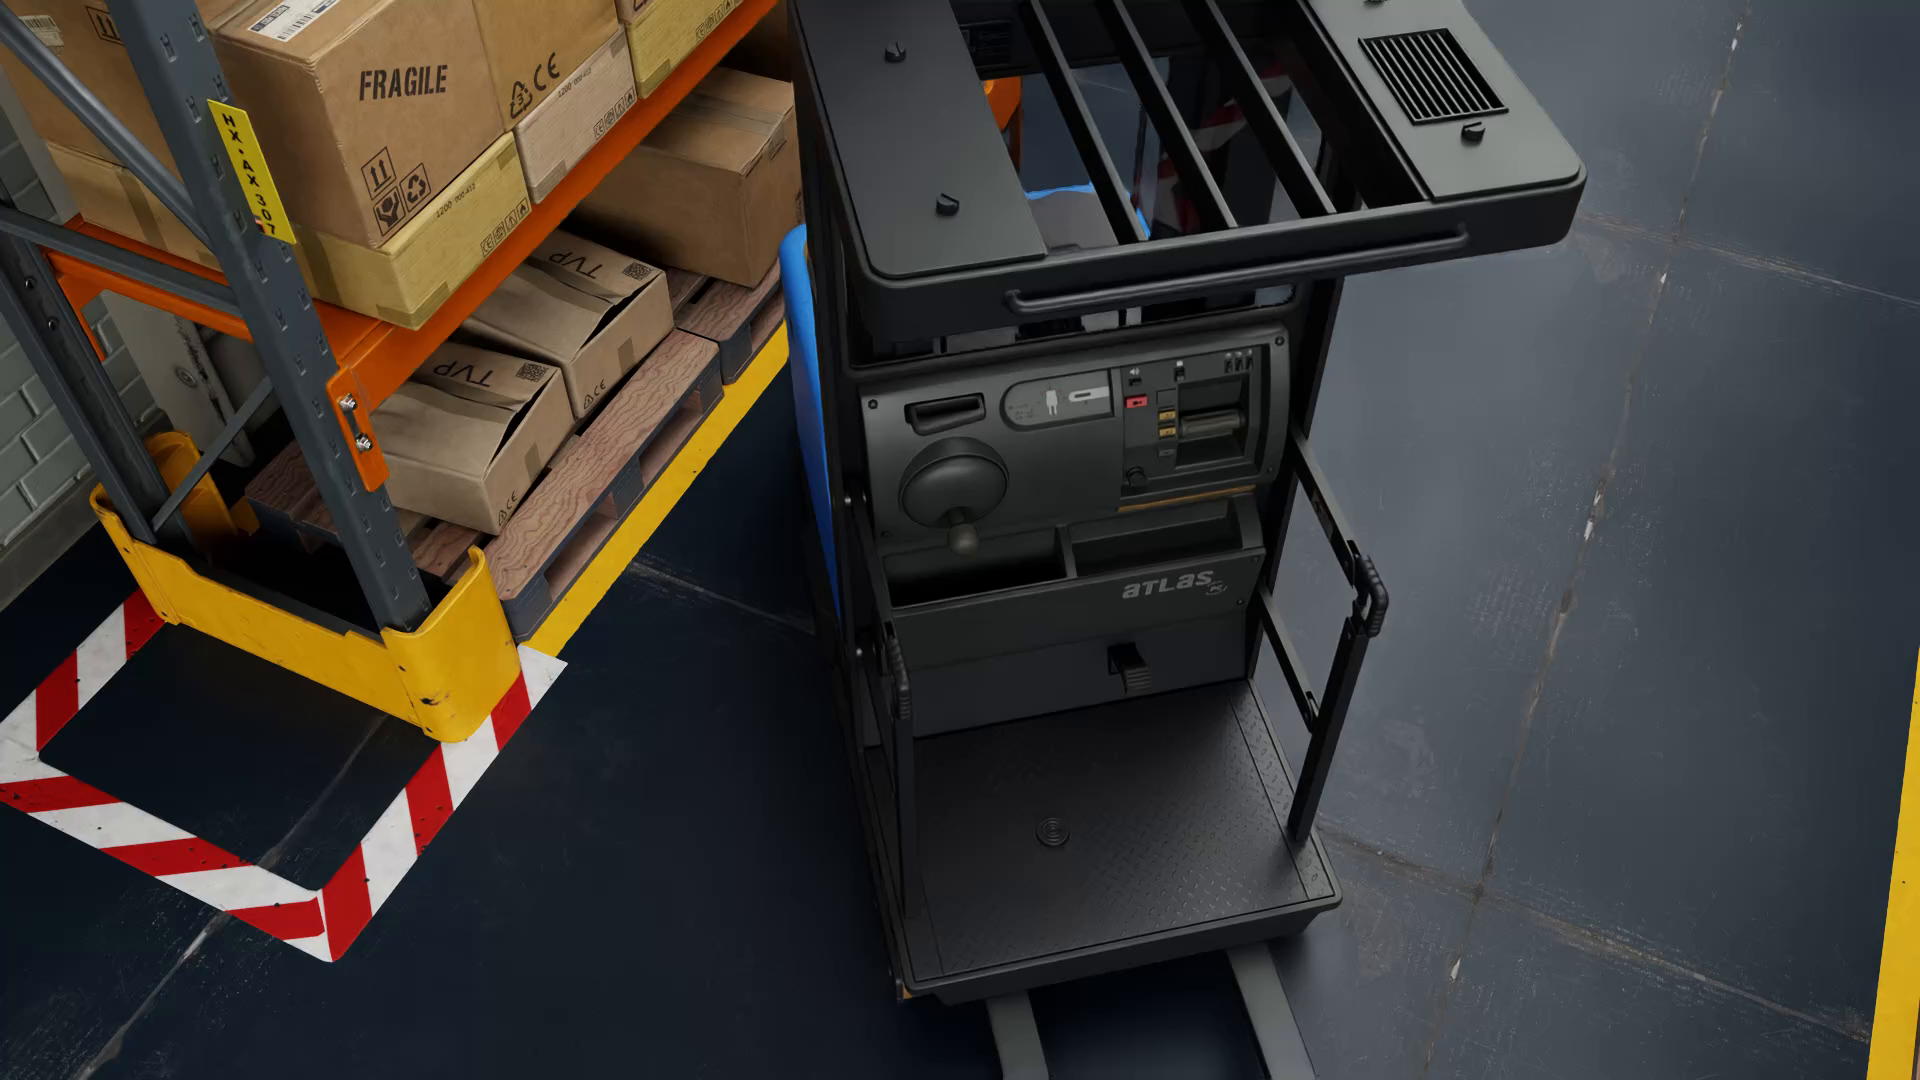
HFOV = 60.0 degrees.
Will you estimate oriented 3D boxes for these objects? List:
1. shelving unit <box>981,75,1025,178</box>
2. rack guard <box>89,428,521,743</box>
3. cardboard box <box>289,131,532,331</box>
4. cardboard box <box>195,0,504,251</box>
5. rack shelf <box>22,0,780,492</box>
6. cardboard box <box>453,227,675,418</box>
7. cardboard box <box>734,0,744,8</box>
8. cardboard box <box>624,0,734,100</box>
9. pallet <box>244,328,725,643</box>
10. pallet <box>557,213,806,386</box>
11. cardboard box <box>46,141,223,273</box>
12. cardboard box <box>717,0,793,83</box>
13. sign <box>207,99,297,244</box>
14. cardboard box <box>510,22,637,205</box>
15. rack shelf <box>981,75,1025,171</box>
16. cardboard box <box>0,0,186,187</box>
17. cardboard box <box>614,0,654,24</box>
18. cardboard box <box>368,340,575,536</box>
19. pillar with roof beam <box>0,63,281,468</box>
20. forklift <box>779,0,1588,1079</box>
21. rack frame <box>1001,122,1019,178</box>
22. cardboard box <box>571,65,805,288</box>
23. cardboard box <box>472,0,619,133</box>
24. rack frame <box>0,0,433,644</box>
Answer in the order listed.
[{"bbox_3d":[-0.086,-1.220,4.910,0.431,2.100,0.503,15,51,13],"label":"shelving unit"},{"bbox_3d":[-1.879,0.127,4.814,1.175,0.500,0.348,20,52,16],"label":"rack guard"},{"bbox_3d":[-1.416,-0.821,4.065,0.500,0.250,0.500,18,52,15],"label":"cardboard box"},{"bbox_3d":[-1.436,-1.062,3.777,0.500,0.500,0.500,20,52,16],"label":"cardboard box"},{"bbox_3d":[-1.057,-1.775,5.263,1.077,0.370,4.000,20,52,16],"label":"rack shelf"},{"bbox_3d":[-1.291,-0.742,5.388,0.500,0.311,0.500,24,54,19],"label":"cardboard box"},{"bbox_3d":[-0.766,-1.880,4.965,0.500,0.250,0.500,20,53,16],"label":"cardboard box"},{"bbox_3d":[-0.984,-1.532,4.670,0.500,0.250,0.500,19,52,16],"label":"cardboard box"},{"bbox_3d":[-1.500,-0.327,5.390,1.003,0.211,1.213,20,52,16],"label":"pallet"},{"bbox_3d":[-0.978,-1.164,6.102,1.003,0.211,1.213,20,52,16],"label":"pallet"},{"bbox_3d":[-1.887,-0.973,4.194,0.500,0.250,0.500,20,53,17],"label":"cardboard box"},{"bbox_3d":[-0.610,-1.990,6.326,0.500,0.500,0.500,16,52,13],"label":"cardboard box"},{"bbox_3d":[-1.421,-0.735,3.337,0.100,0.325,0.005,20,52,16],"label":"sign"},{"bbox_3d":[-1.207,-1.183,4.373,0.500,0.250,0.500,18,52,15],"label":"cardboard box"},{"bbox_3d":[-0.086,-1.212,4.920,0.431,0.518,0.480,15,51,13],"label":"rack shelf"},{"bbox_3d":[-1.902,-1.225,3.916,0.500,0.500,0.500,19,52,16],"label":"cardboard box"},{"bbox_3d":[-0.989,-1.753,4.365,0.500,0.500,0.500,18,52,15],"label":"cardboard box"},{"bbox_3d":[-1.535,-0.349,5.054,0.500,0.311,0.500,14,51,12],"label":"cardboard box"},{"bbox_3d":[1.498,-1.937,0.990,9.100,9.000,0.400,20,52,16],"label":"pillar with roof beam"},{"bbox_3d":[0.304,-0.108,3.418,1.130,2.935,3.031,-10,50,-8],"label":"forklift"},{"bbox_3d":[-0.004,-1.395,5.059,0.400,2.100,0.015,15,51,13],"label":"rack frame"},{"bbox_3d":[-0.932,-1.292,5.732,0.700,0.500,0.500,17,52,14],"label":"cardboard box"},{"bbox_3d":[-1.216,-1.400,4.064,0.500,0.500,0.500,20,52,16],"label":"cardboard box"},{"bbox_3d":[-1.912,-0.631,3.817,1.000,3.000,0.127,20,52,16],"label":"rack frame"}]
